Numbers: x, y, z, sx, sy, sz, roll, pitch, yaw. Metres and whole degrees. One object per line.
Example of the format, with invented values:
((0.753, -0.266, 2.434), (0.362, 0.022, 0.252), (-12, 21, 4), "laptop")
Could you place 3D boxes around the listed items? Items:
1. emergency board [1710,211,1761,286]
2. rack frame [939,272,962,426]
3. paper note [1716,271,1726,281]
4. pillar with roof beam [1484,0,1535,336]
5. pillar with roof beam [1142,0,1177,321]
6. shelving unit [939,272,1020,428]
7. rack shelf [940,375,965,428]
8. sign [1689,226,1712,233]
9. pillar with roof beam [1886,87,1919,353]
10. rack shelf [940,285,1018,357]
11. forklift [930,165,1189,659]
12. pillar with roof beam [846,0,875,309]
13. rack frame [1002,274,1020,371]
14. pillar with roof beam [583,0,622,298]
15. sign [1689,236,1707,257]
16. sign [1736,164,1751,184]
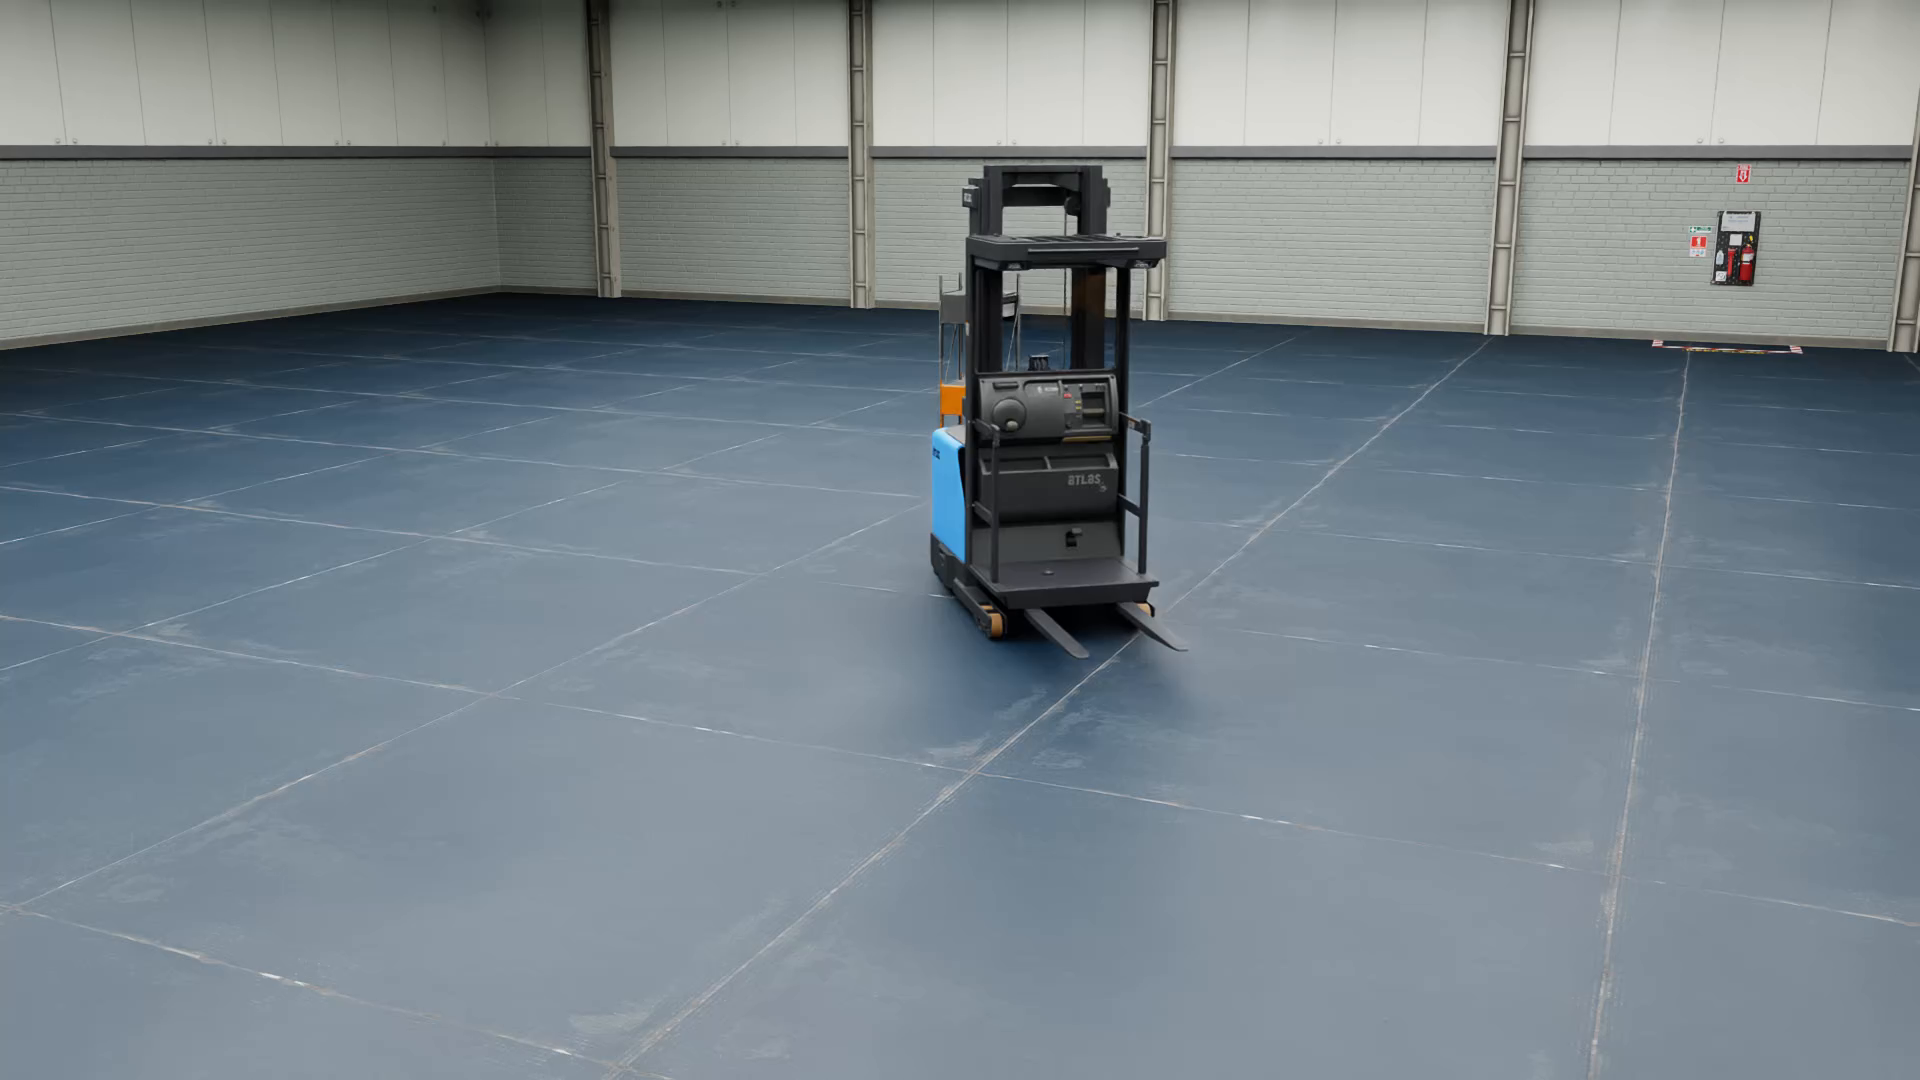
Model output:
((12.302, -4.614, 26.353), (0.643, 1.169, 0.194), (6, 14, 23), "emergency board")
((-0.072, -1.029, 13.046), (0.015, 2.100, 0.400), (6, 14, 23), "rack frame")
((12.168, -4.216, 26.585), (0.142, 0.148, 0.016), (6, 14, 23), "paper note")
((7.316, -6.954, 23.194), (0.400, 9.000, 9.100), (6, 14, 23), "pillar with roof beam")
((1.831, -7.510, 25.560), (0.400, 9.000, 9.100), (6, 14, 23), "pillar with roof beam")
((0.151, -1.007, 12.950), (0.503, 2.100, 0.431), (6, 14, 23), "shelving unit")
((0.151, -0.994, 12.953), (0.480, 0.518, 0.431), (6, 14, 23), "rack shelf")
((11.839, -4.960, 26.589), (0.331, 0.109, 0.001), (6, 14, 23), "sign")
((12.802, -6.399, 20.828), (0.400, 9.000, 9.100), (6, 14, 23), "pillar with roof beam")
((0.151, -1.675, 12.793), (0.480, 0.518, 0.431), (6, 14, 23), "rack shelf")
((0.634, -0.895, 10.652), (1.130, 2.935, 3.031), (-3, 14, -13), "forklift")
((-3.655, -8.065, 27.926), (0.400, 9.000, 9.100), (6, 14, 23), "pillar with roof beam")
((0.374, -0.984, 12.853), (0.015, 2.100, 0.400), (6, 14, 23), "rack frame")
((-9.141, -8.620, 30.292), (0.400, 9.000, 9.100), (6, 14, 23), "pillar with roof beam")
((11.838, -4.704, 26.659), (0.234, 0.329, 0.001), (6, 14, 23), "sign")
((12.335, -5.764, 26.180), (0.199, 0.298, 0.001), (6, 14, 23), "sign")
